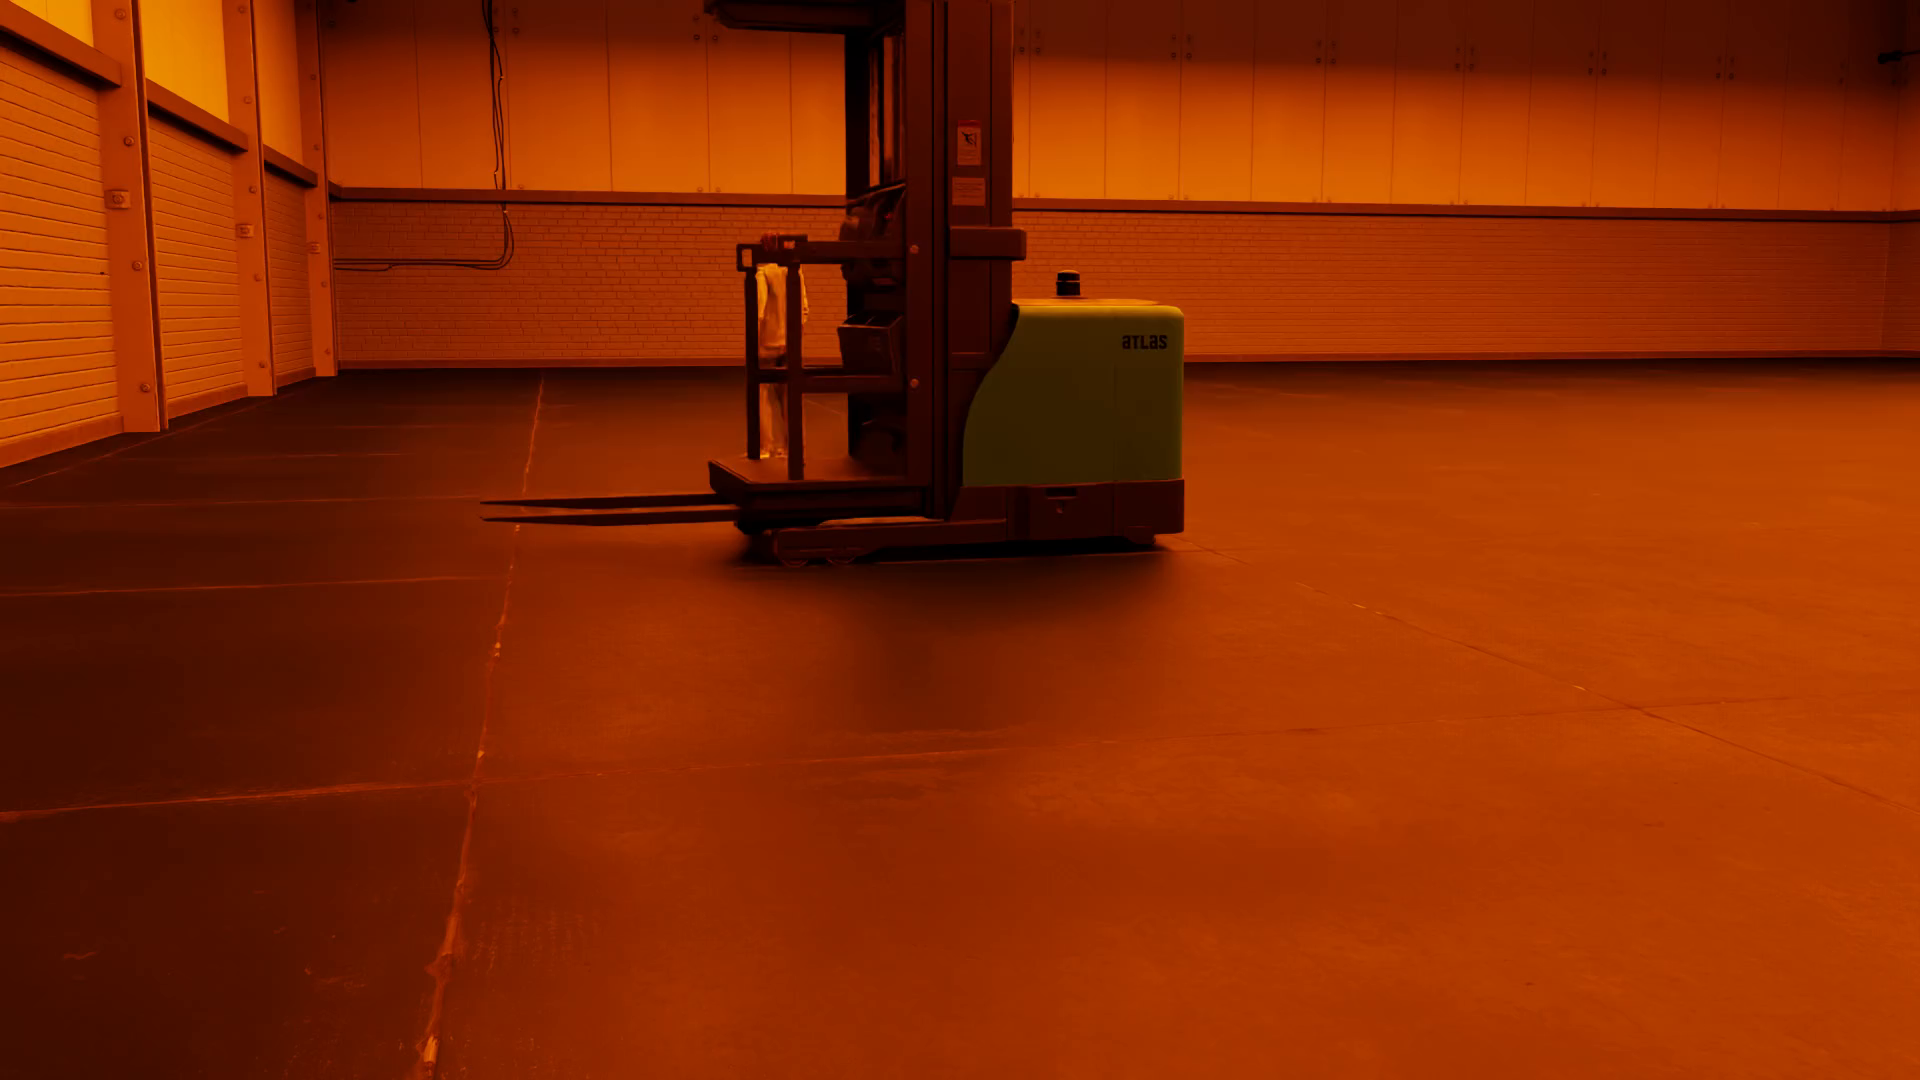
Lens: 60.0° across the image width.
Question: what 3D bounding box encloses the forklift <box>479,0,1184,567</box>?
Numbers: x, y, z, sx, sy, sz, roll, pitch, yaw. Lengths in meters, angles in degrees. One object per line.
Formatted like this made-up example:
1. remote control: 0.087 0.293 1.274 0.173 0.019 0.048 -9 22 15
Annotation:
1. forklift: -0.572 -1.420 7.278 3.031 2.935 1.130 -2 8 -17

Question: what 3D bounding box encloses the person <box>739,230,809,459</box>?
1. person: -1.315 -1.344 11.621 0.494 1.617 0.410 -7 11 -42
